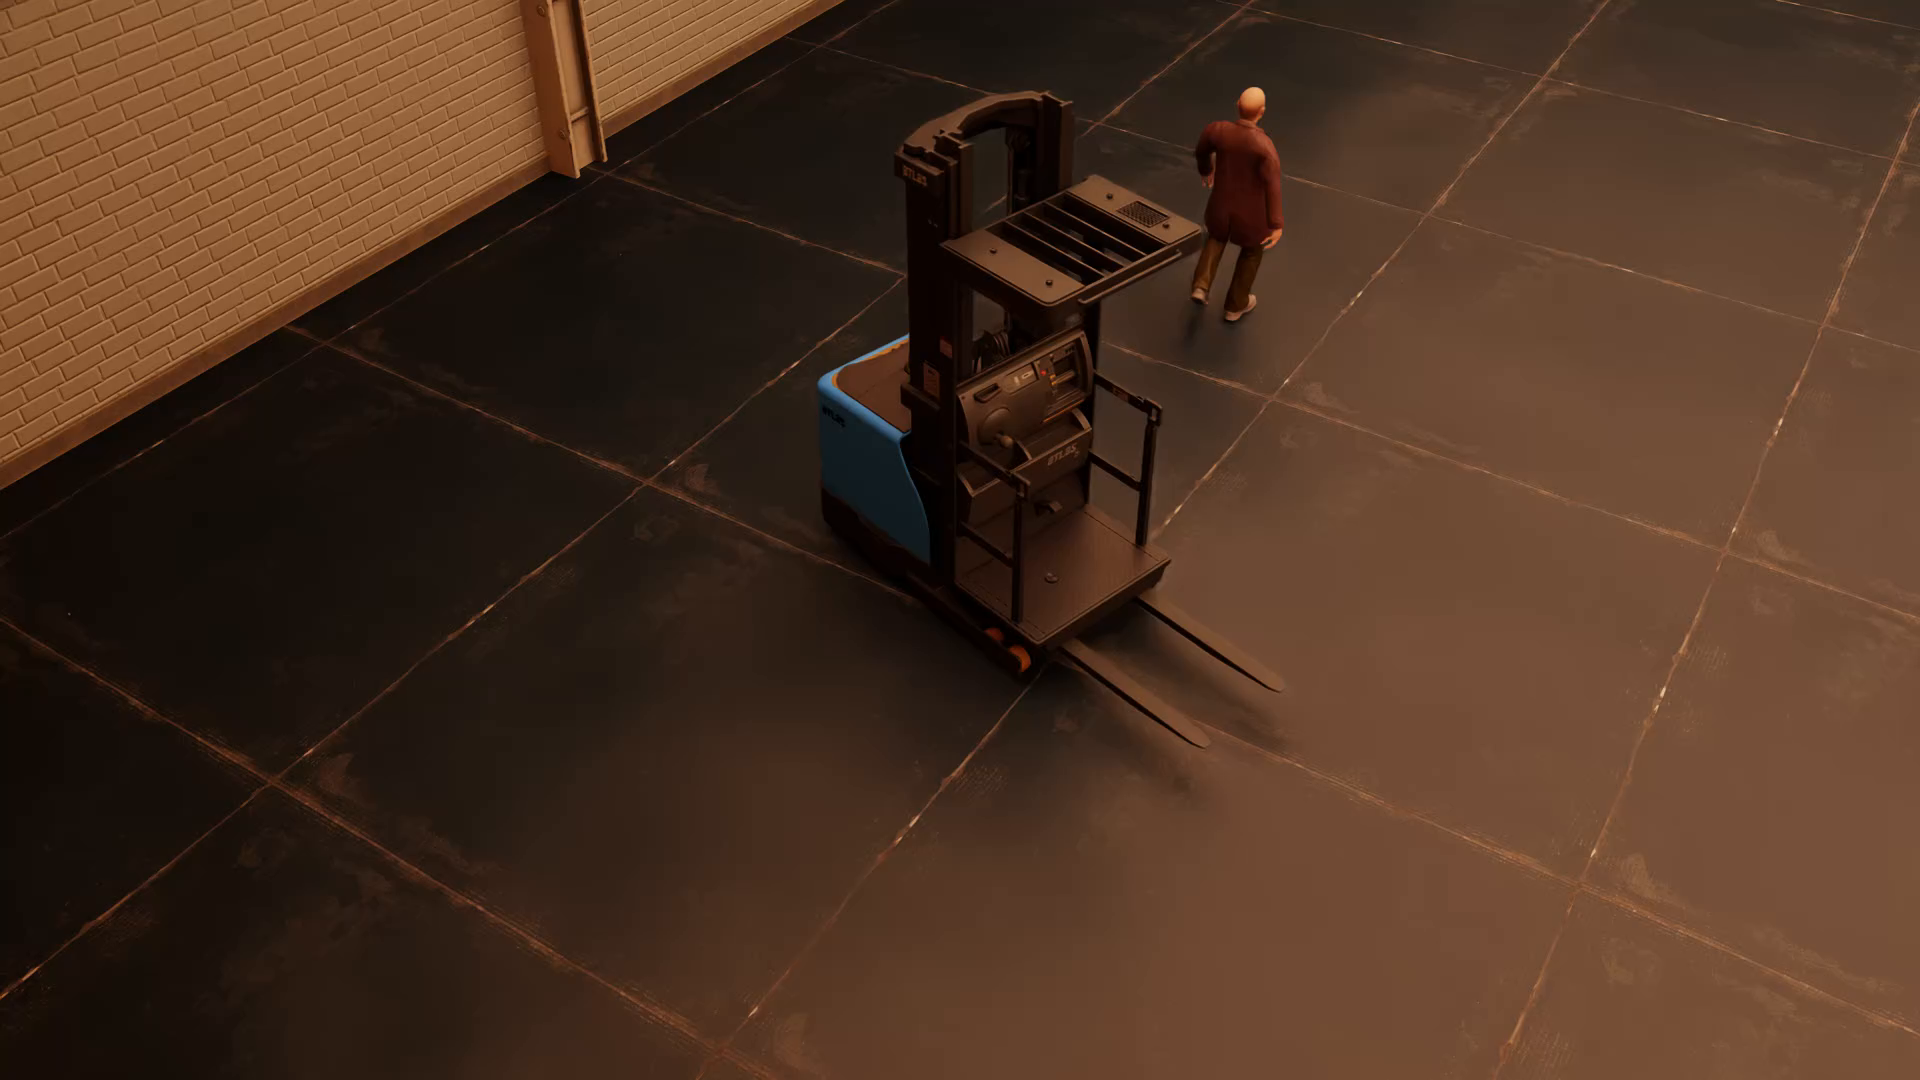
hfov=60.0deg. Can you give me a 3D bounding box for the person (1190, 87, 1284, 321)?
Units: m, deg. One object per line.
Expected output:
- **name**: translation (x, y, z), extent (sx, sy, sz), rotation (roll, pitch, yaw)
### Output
- **person**: translation (1.931, -2.322, 11.617), extent (0.826, 1.760, 0.597), rotation (24, 46, 25)

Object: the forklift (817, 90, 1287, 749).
- **forklift**: translation (0.504, -0.740, 8.841), extent (1.130, 2.935, 3.031), rotation (-30, 49, -31)
